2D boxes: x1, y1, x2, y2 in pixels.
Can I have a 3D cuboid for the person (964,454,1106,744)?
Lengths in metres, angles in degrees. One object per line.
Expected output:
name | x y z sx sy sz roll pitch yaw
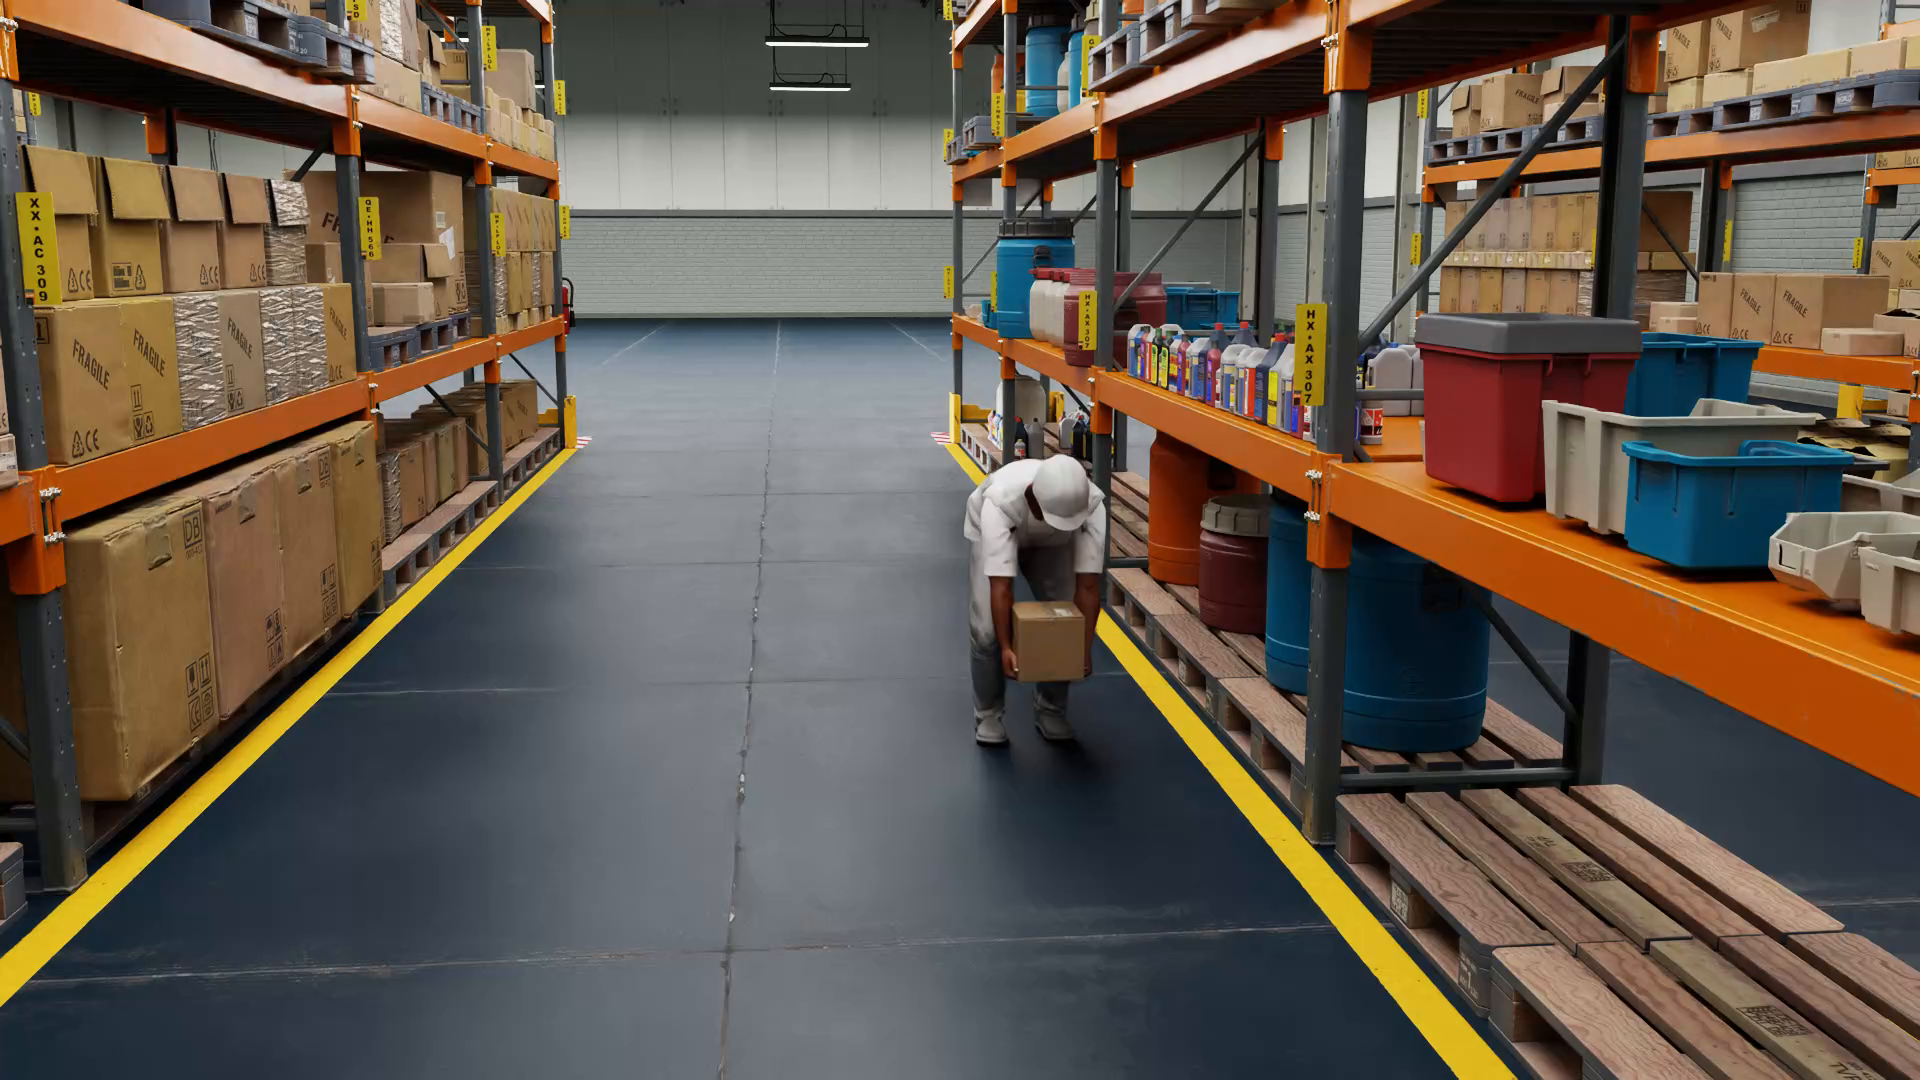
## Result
person | 0.305 0.232 6.548 0.498 1.231 0.946 -2 10 -11
